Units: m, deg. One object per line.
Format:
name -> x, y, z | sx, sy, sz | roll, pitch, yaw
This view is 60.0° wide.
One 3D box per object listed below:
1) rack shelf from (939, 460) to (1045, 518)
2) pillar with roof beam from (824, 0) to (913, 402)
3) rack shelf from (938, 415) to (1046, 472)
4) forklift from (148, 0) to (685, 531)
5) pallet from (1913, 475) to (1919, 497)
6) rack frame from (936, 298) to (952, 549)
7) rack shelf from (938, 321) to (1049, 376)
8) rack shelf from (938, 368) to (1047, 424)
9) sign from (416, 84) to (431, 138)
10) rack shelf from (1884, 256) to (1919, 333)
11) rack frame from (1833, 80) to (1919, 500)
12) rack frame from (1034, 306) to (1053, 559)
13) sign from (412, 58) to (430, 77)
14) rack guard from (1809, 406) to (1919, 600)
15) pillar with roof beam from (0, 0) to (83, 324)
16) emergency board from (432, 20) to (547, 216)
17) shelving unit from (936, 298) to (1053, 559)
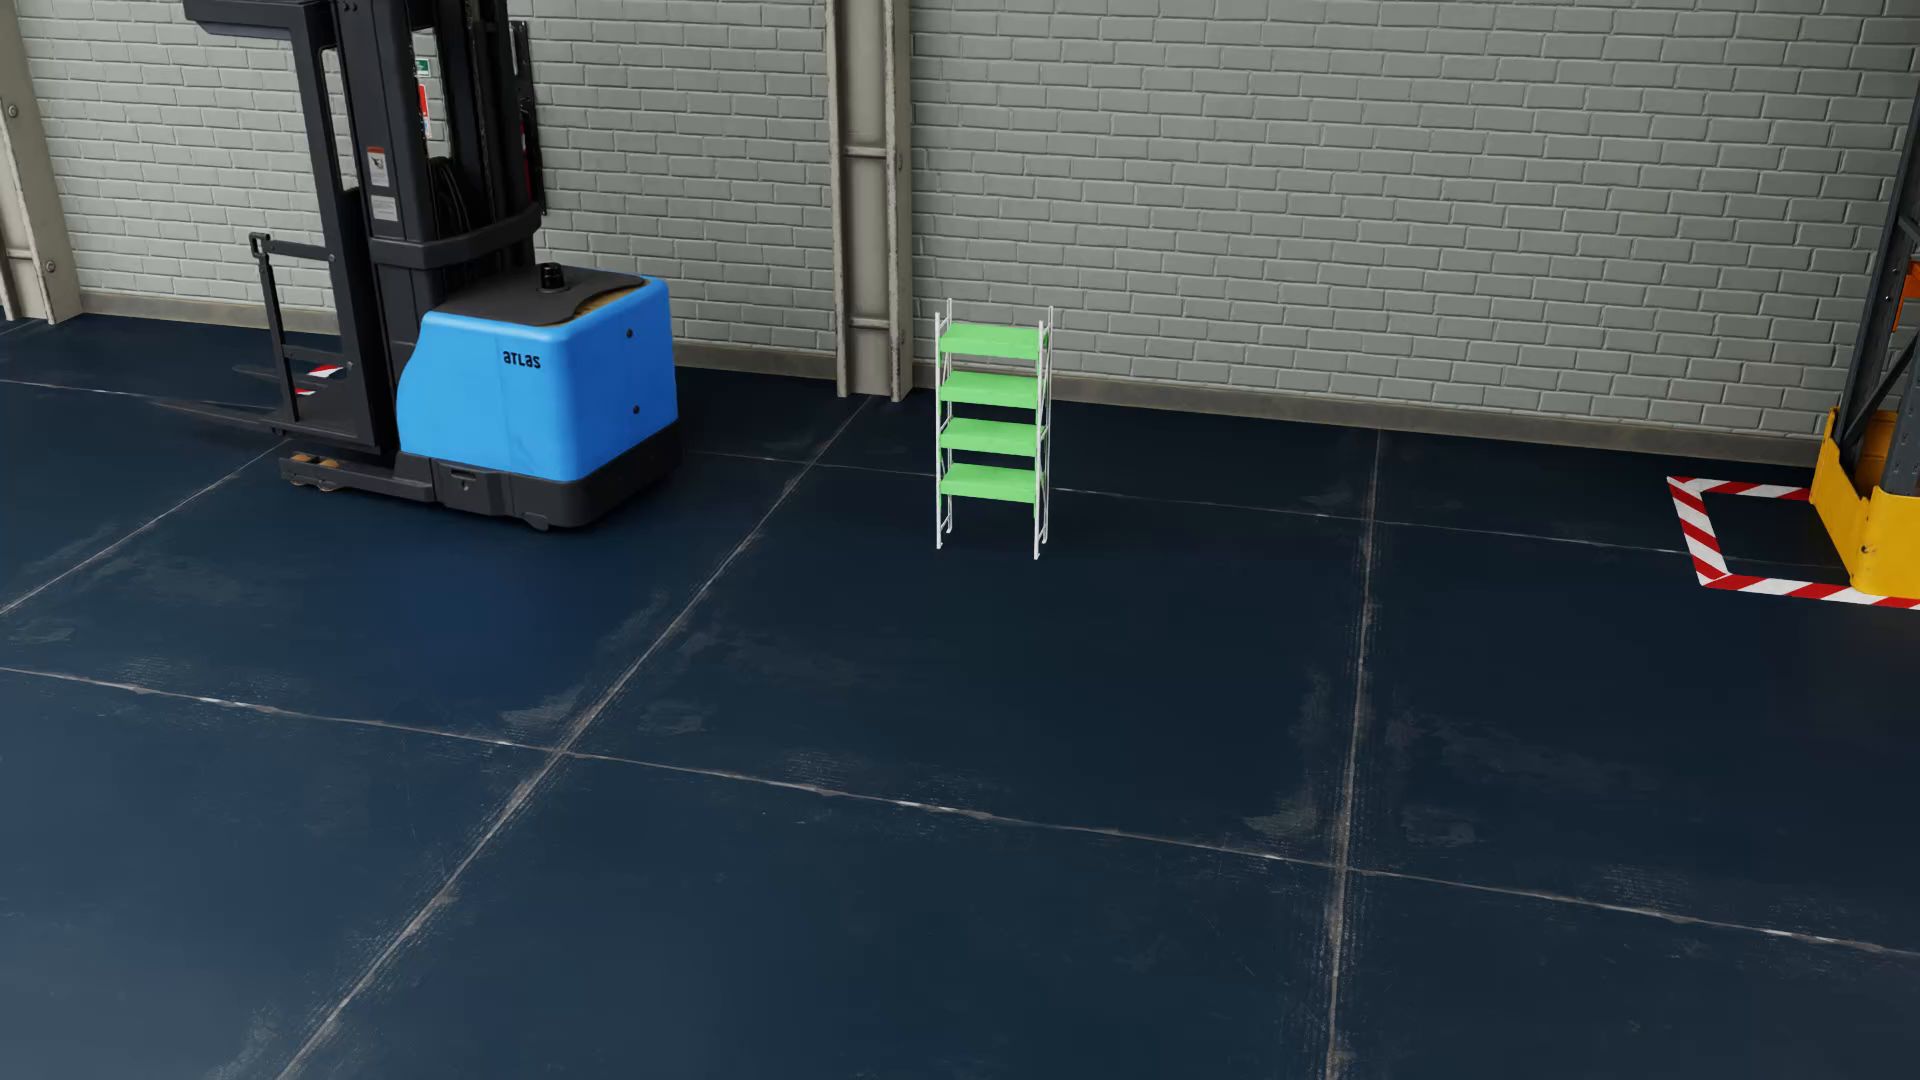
rack shelf -> 0.160, -0.250, 8.085 | 0.480, 0.148, 0.258 | 6, 26, 13
pillar with roof beam -> -1.587, -3.184, 4.469 | 0.400, 9.000, 9.100 | 6, 26, 13
rack shelf -> 0.160, -0.466, 7.982 | 0.480, 0.148, 0.258 | 6, 26, 13
forklift -> -3.056, -1.773, 8.564 | 3.031, 2.935, 1.130 | 11, 27, 21
pallet -> 5.254, 0.029, 7.944 | 1.213, 0.211, 1.003 | 6, 26, 13
rack frame -> -0.076, -0.550, 8.010 | 0.015, 1.200, 0.240 | 6, 26, 13
rack shelf -> 0.160, -0.900, 7.776 | 0.480, 0.148, 0.258 | 6, 26, 13
rack shelf -> 0.160, -0.683, 7.879 | 0.480, 0.148, 0.258 | 6, 26, 13
sign -> -3.408, -2.666, 10.319 | 0.234, 0.329, 0.001 | 6, 26, 13
rack shelf -> 6.340, -0.801, 7.280 | 4.000, 0.370, 1.077 | 6, 26, 13
rack frame -> 4.403, -1.340, 7.575 | 0.127, 3.000, 1.000 | 6, 26, 13
rack frame -> 0.397, -0.498, 7.900 | 0.015, 1.200, 0.240 | 6, 26, 13
sign -> -3.406, -2.901, 10.196 | 0.331, 0.109, 0.001 | 6, 26, 13
rack guard -> 4.476, -0.203, 8.095 | 0.348, 0.500, 1.175 | 6, 26, 13
pillar with roof beam -> -7.398, -3.826, 5.818 | 0.400, 9.000, 9.100 | 6, 26, 13
emergency board -> -2.899, -2.548, 10.112 | 0.643, 1.169, 0.194 | 6, 26, 13
shelving unit -> 0.160, -0.524, 7.955 | 0.503, 1.200, 0.258 | 6, 26, 13
